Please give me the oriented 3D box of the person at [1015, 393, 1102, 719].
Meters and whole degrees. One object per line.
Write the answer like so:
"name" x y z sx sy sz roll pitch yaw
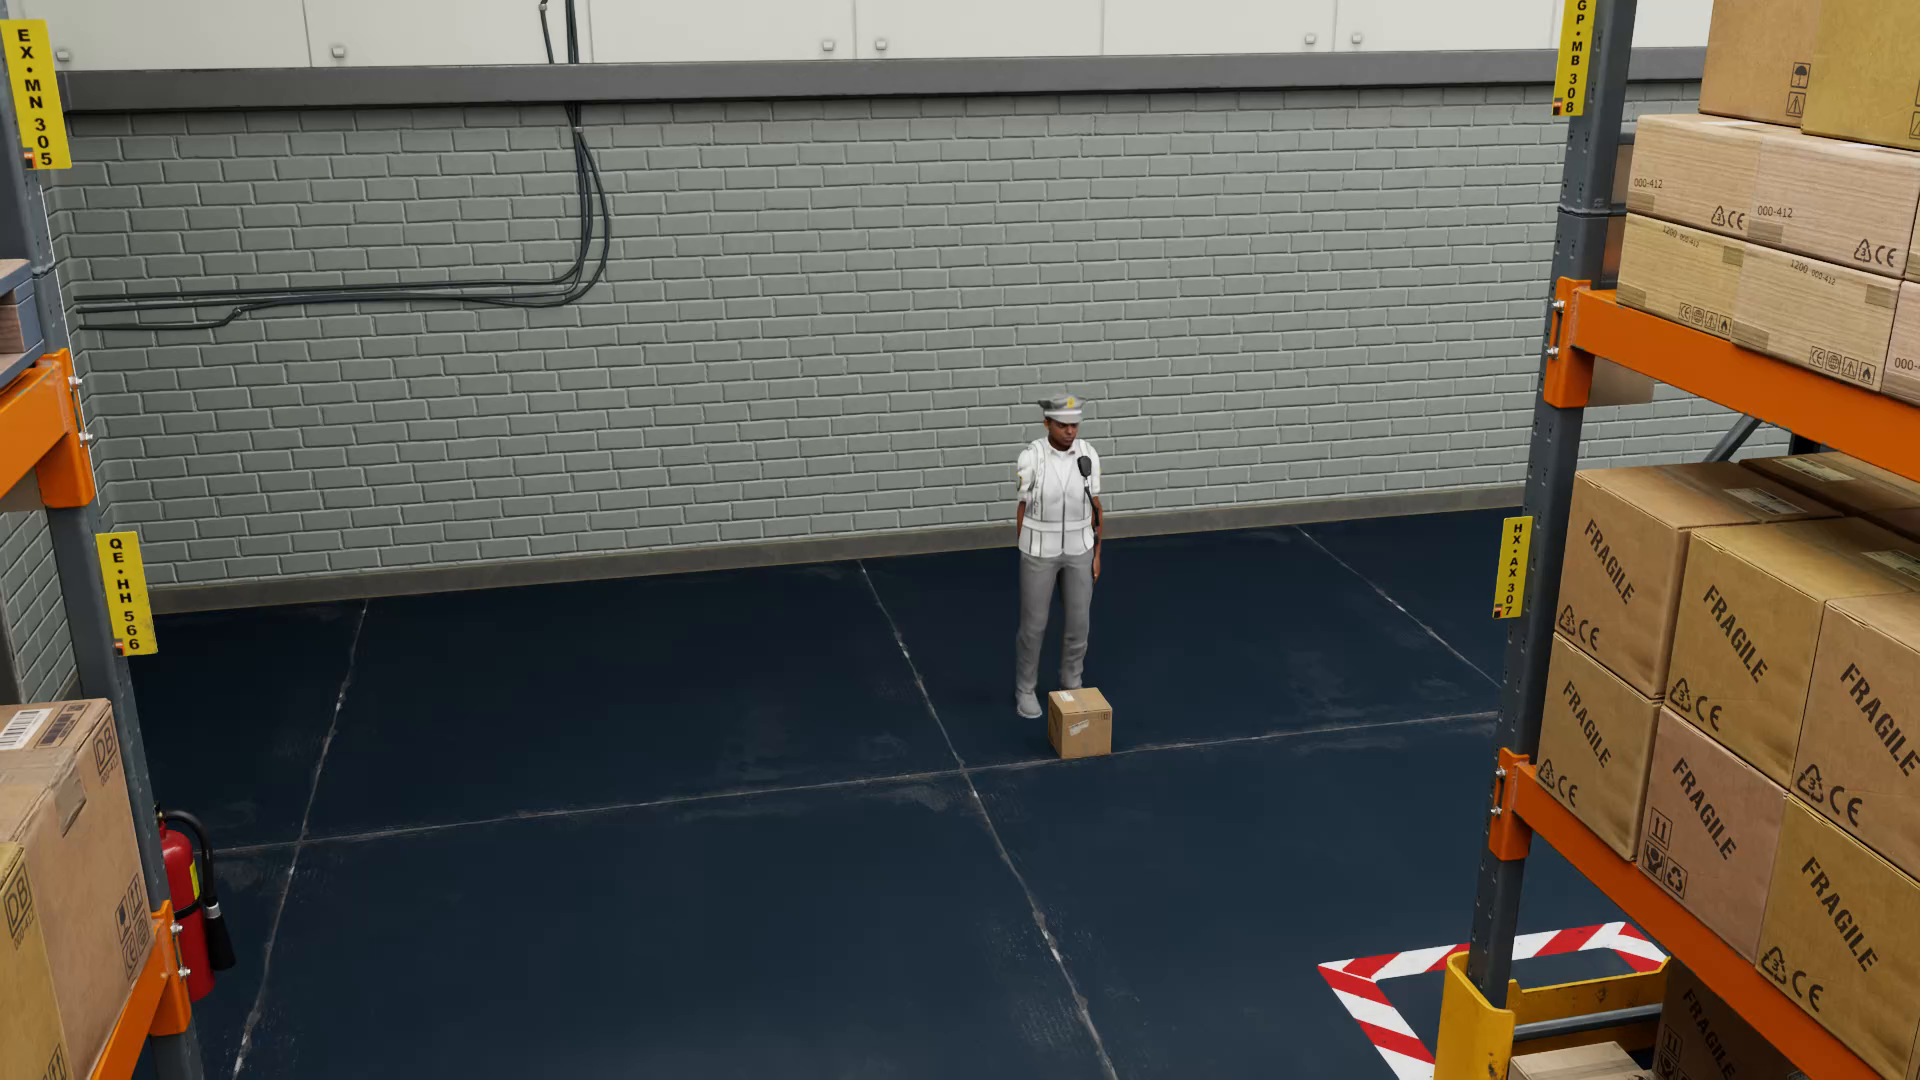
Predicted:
"person" 0.503 0.076 8.359 0.439 1.682 0.341 -4 20 -11
